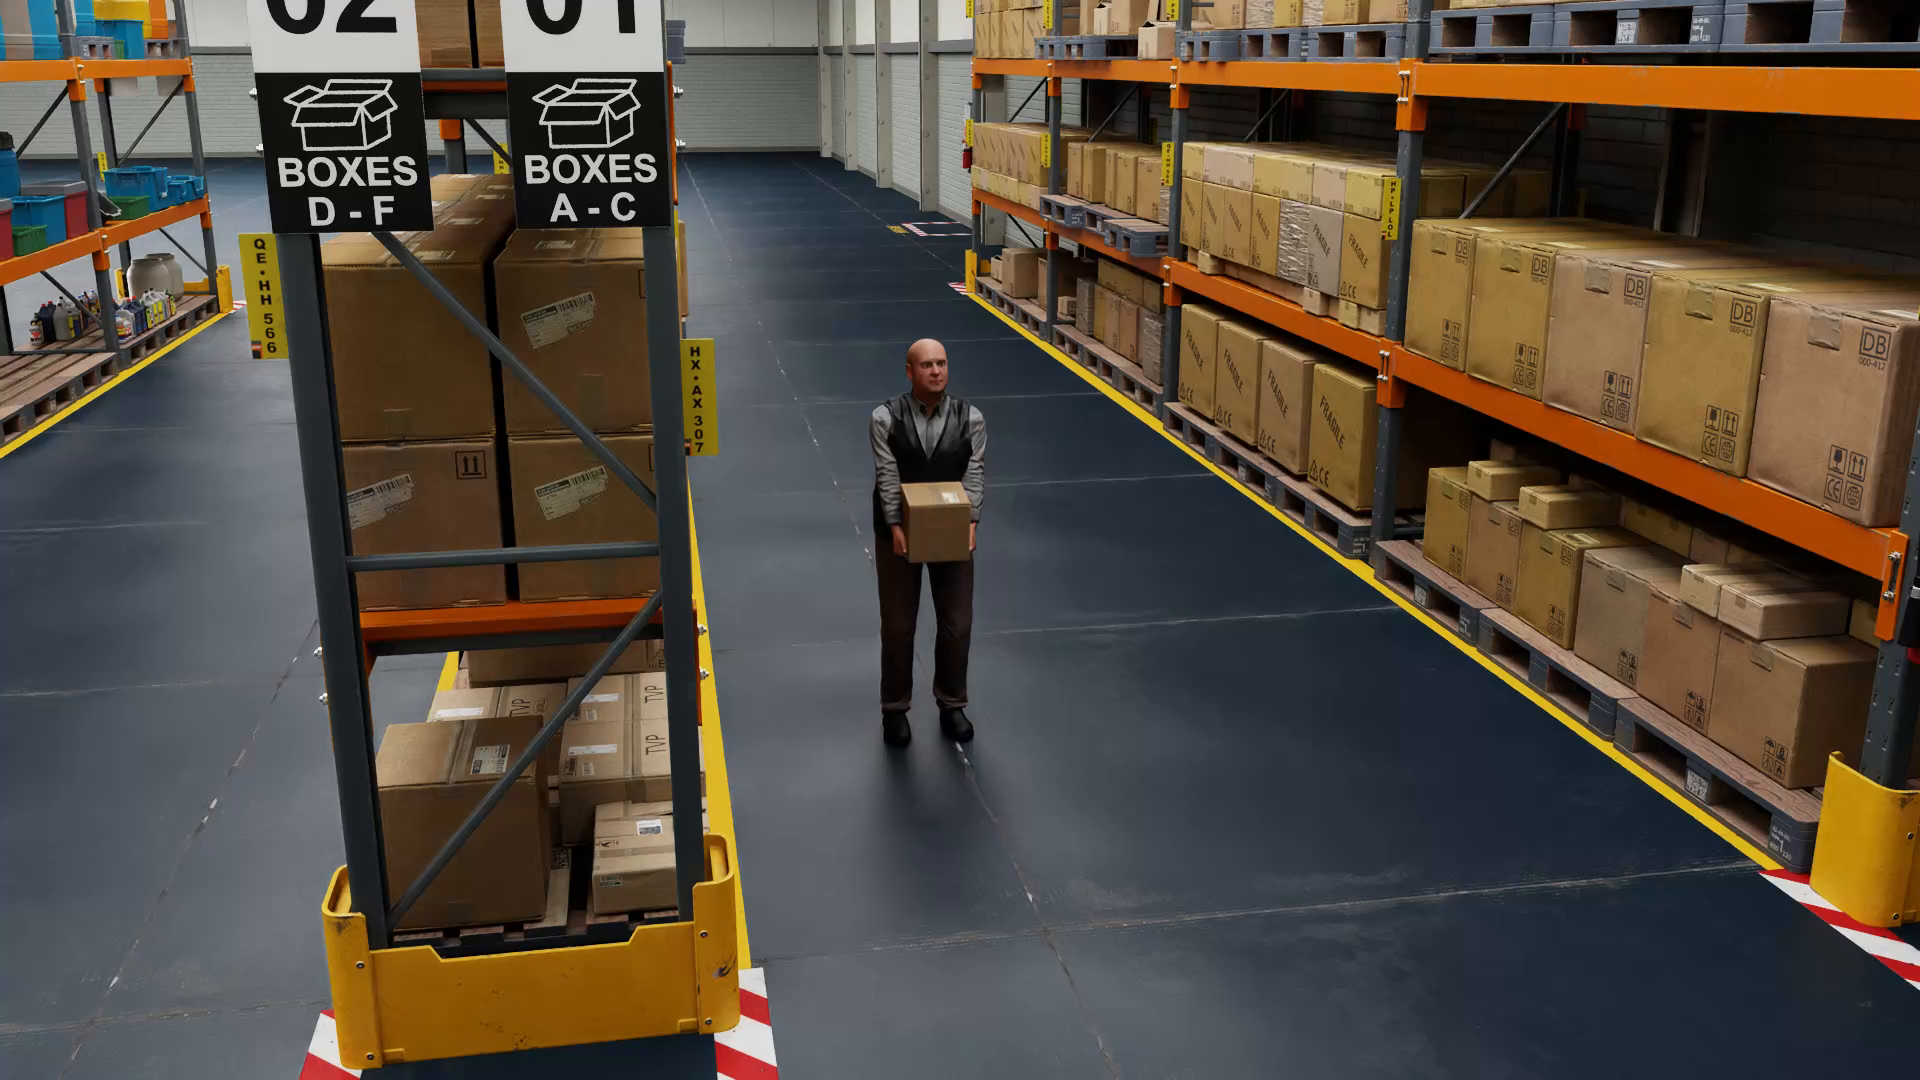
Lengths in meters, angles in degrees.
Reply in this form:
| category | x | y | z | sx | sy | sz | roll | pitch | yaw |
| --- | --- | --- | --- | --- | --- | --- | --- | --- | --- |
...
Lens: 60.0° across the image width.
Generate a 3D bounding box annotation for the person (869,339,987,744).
| category | x | y | z | sx | sy | sz | roll | pitch | yaw |
| --- | --- | --- | --- | --- | --- | --- | --- | --- | --- |
| person | -0.115 | 0.030 | 6.992 | 0.494 | 1.713 | 0.547 | -3 | 16 | -9 |
